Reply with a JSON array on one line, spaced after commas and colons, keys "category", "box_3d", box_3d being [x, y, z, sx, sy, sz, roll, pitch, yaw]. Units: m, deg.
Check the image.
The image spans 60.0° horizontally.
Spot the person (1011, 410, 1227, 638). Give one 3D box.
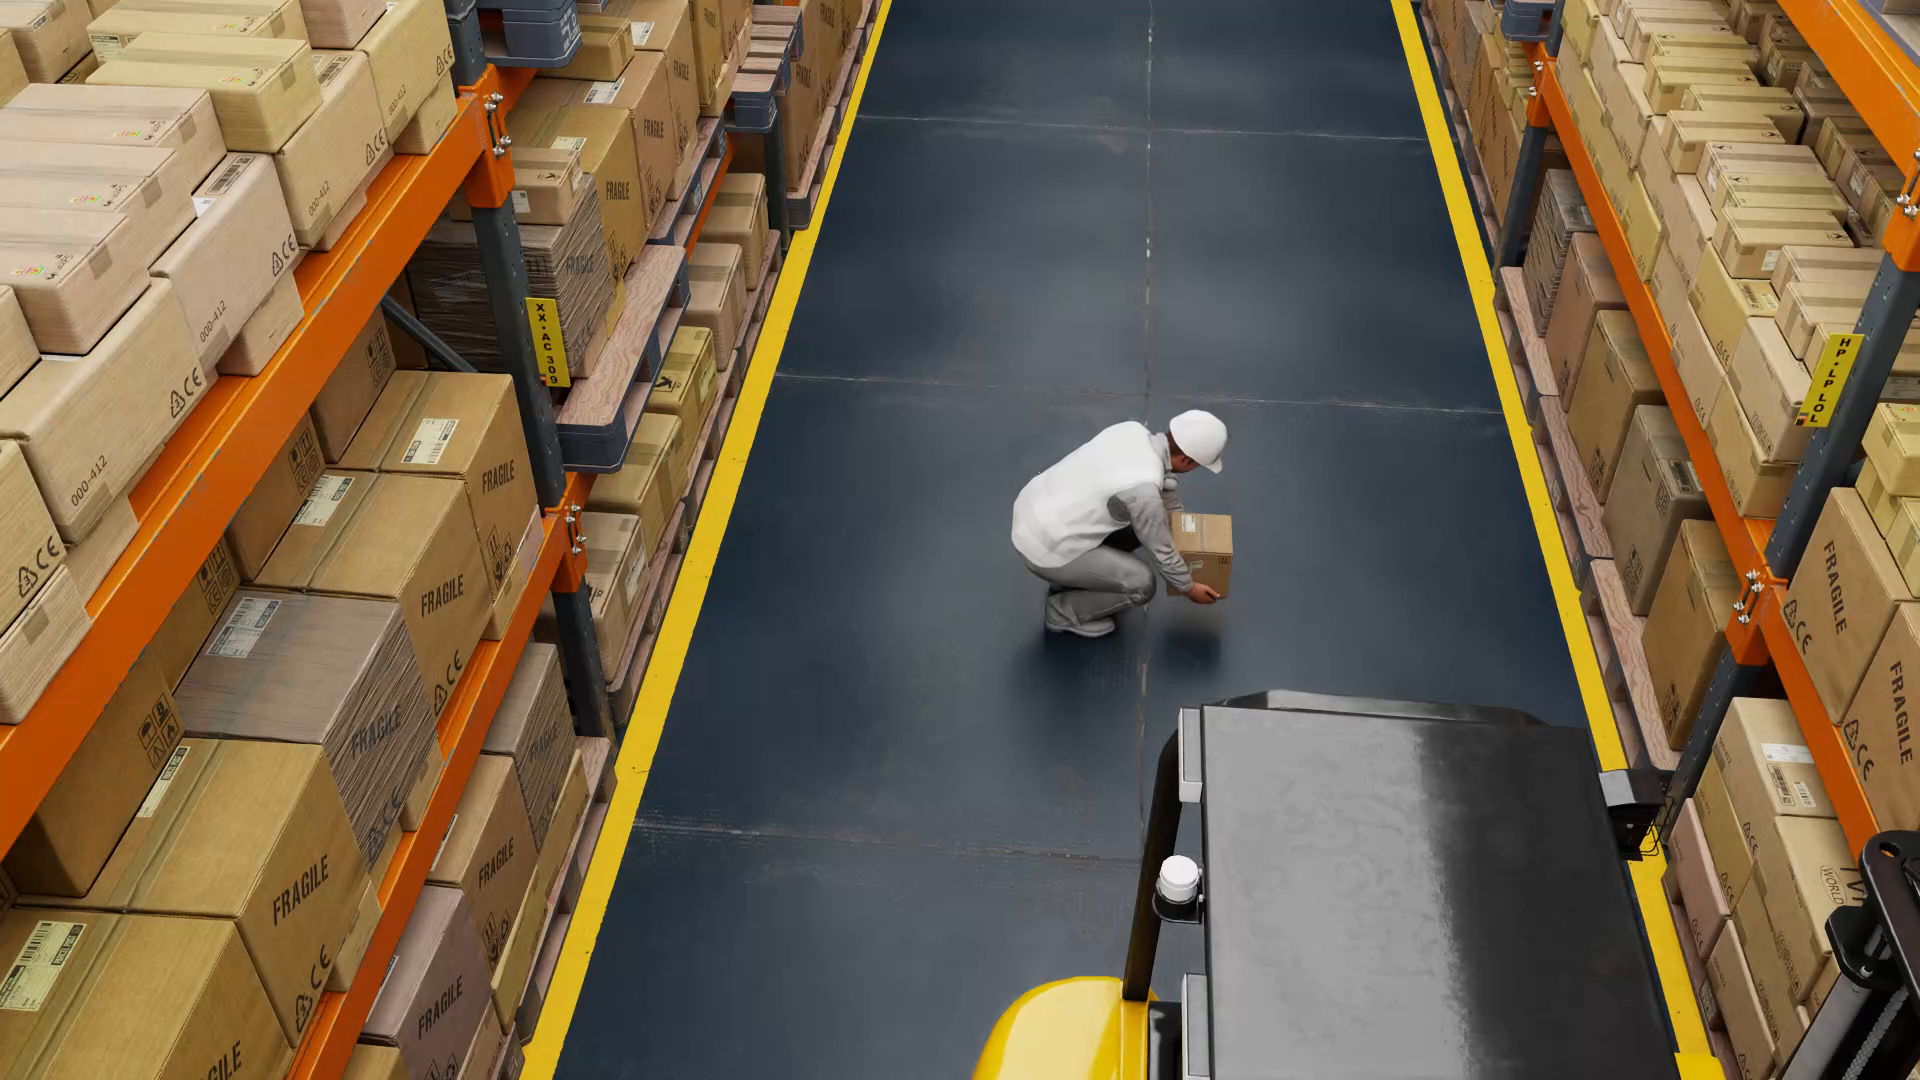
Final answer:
[{"category": "person", "box_3d": [0.653, -0.097, 6.859, 0.873, 1.005, 0.537, 3, 40, 4]}]
